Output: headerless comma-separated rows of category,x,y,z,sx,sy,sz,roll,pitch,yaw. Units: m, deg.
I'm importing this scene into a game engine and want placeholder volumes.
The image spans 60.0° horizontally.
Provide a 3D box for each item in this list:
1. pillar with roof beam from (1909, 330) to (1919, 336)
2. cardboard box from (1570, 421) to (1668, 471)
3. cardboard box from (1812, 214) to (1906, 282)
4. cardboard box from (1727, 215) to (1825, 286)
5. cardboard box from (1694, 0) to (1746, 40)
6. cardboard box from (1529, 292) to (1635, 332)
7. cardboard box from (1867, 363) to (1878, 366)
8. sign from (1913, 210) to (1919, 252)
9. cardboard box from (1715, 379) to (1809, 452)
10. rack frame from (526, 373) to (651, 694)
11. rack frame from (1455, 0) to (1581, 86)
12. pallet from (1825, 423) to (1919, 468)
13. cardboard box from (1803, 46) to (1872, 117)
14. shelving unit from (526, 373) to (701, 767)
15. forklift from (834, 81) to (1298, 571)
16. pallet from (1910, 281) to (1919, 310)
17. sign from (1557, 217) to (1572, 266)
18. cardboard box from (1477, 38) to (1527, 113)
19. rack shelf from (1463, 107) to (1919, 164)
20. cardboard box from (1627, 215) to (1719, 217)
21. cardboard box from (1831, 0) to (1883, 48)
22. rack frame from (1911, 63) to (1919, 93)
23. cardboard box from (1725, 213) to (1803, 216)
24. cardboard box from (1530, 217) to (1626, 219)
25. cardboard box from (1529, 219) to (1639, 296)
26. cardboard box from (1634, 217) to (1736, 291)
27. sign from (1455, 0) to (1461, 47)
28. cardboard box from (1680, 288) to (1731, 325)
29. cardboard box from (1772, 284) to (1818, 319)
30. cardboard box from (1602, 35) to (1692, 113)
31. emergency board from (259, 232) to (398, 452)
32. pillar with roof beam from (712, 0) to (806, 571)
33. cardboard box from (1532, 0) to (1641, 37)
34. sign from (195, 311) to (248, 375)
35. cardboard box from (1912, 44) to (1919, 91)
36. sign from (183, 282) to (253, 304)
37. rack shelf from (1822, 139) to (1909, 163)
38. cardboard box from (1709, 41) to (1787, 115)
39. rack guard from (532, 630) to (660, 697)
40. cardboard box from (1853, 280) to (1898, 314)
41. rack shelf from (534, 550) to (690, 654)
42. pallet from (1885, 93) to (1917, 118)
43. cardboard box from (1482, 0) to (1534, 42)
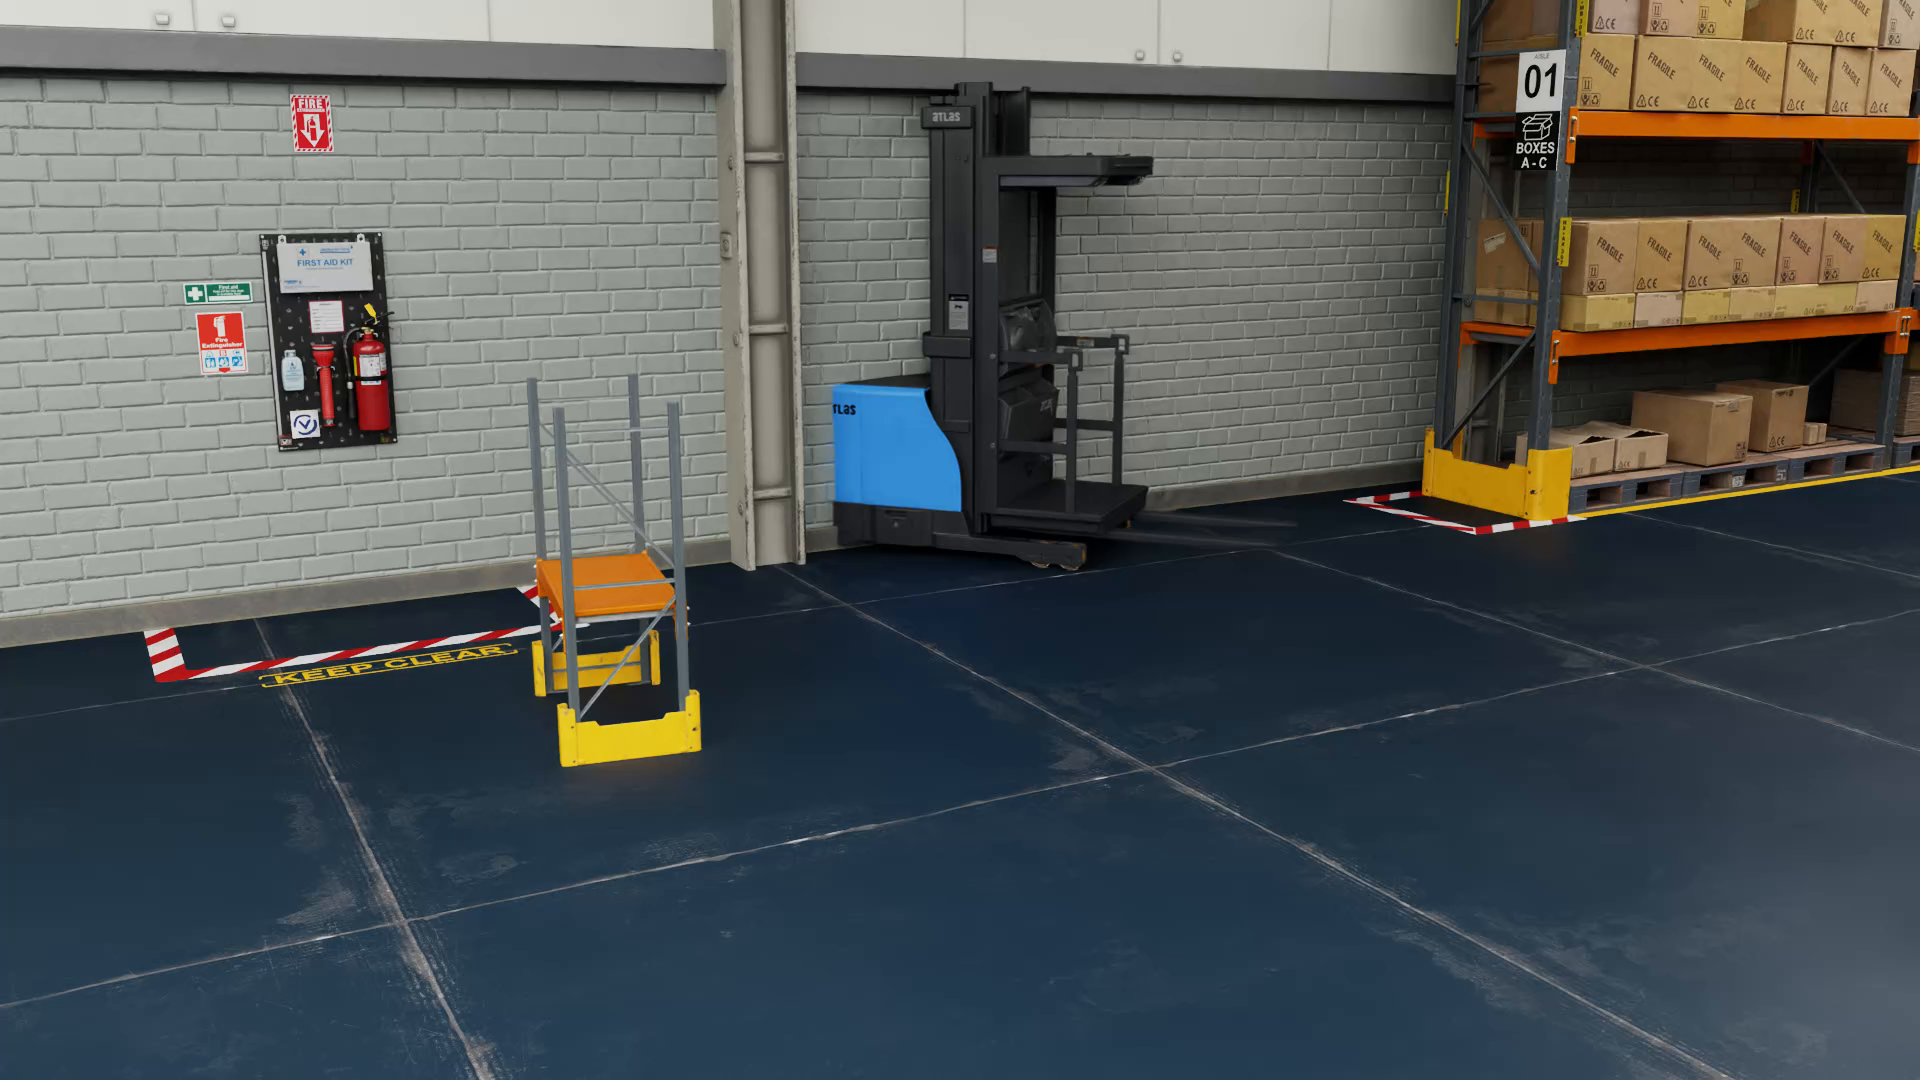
pillar with roof beam,11.384,-4.683,11.422,0.400,9.000,9.100,-7,14,-28
cardboard box,5.006,-0.733,12.655,0.500,0.311,0.500,-6,14,-23
cardboard box,7.099,-2.328,13.211,0.500,0.500,0.500,-7,14,-28
cardboard box,6.217,-2.224,12.746,0.500,0.500,0.500,-7,15,-29
cardboard box,5.219,-3.817,11.855,0.500,0.500,0.500,-6,14,-26
cardboard box,4.436,-1.641,11.865,0.500,0.250,0.500,-7,15,-29
cardboard box,8.434,-1.275,14.634,0.500,0.500,0.700,-7,15,-29
sign,7.633,-2.454,13.209,0.005,0.325,0.100,-7,14,-28
cardboard box,6.474,-1.013,13.472,0.500,0.500,0.500,-8,15,-32
rack frame,-1.732,-0.023,7.796,0.500,1.500,0.032,-5,13,-19
rack frame,3.855,-4.641,11.236,0.127,3.000,1.000,-7,14,-28
pallet,8.049,-0.857,14.436,1.213,0.211,1.003,-7,14,-28
cardboard box,6.591,-3.506,12.749,0.500,0.500,0.500,-8,15,-33
shelving unit,-1.561,0.080,7.338,0.587,1.500,1.083,-5,13,-19
forklift,0.618,-1.371,10.525,3.031,2.935,1.130,5,14,21
pallet,8.107,-2.094,14.019,1.213,0.211,1.003,-7,14,-28
sign,4.115,-2.032,11.335,0.005,0.325,0.100,-7,14,-28
cardboard box,4.100,-3.329,11.964,0.500,0.500,0.500,-6,14,-24
rack shelf,5.611,-3.037,12.580,4.000,0.370,1.077,-7,14,-28
cardboard box,5.507,-2.267,12.937,0.500,0.500,0.500,-7,14,-27
cardboard box,6.578,-3.980,12.579,0.500,0.500,0.500,-6,14,-25
rack frame,7.366,-5.062,13.106,0.127,3.000,1.000,-7,14,-28
cardboard box,6.398,-2.375,13.417,0.500,0.500,0.500,-7,14,-28
cardboard box,4.614,-2.158,12.456,0.500,0.500,0.500,-7,14,-27
cardboard box,4.418,-2.009,11.793,0.500,0.500,0.500,-7,14,-28
cardboard box,5.313,-2.112,12.251,0.500,0.500,0.500,-7,15,-30
sign,3.607,-3.719,11.953,0.005,0.325,0.100,-7,14,-28
cardboard box,5.335,-1.751,12.353,0.500,0.250,0.500,-7,15,-29
cardboard box,6.220,-1.857,12.824,0.500,0.250,0.500,-7,14,-28
cardboard box,4.757,-3.273,11.715,0.500,0.500,0.500,-6,14,-24
emergency board,-3.399,-1.071,9.036,0.643,1.169,0.194,-7,14,-28
pillar with roof beam,0.852,-3.421,5.813,0.400,9.000,9.100,-7,14,-28
cardboard box,4.310,-3.718,11.415,0.500,0.500,0.500,-8,15,-32
sign,-3.933,-1.050,8.862,0.234,0.329,0.001,-7,14,-28
cardboard box,7.884,-3.894,13.565,0.500,0.500,0.500,-5,13,-20
sign,-3.925,-1.307,8.798,0.331,0.109,0.001,-7,14,-28
rack shelf,9.122,-3.458,14.449,4.000,0.370,1.077,-7,14,-28
cardboard box,5.671,-3.389,12.230,0.500,0.500,0.500,-6,14,-24
rack guard,-1.731,0.587,7.932,0.587,0.250,0.087,-5,13,-19
cardboard box,7.096,-1.964,13.298,0.500,0.250,0.500,-7,14,-28
rack shelf,-1.558,0.257,7.369,0.538,0.185,1.000,-5,13,-19
pallet,7.959,-3.551,13.653,1.003,0.211,1.213,-7,14,-28
cardboard box,4.108,-3.820,11.868,0.500,0.500,0.500,-6,14,-25
